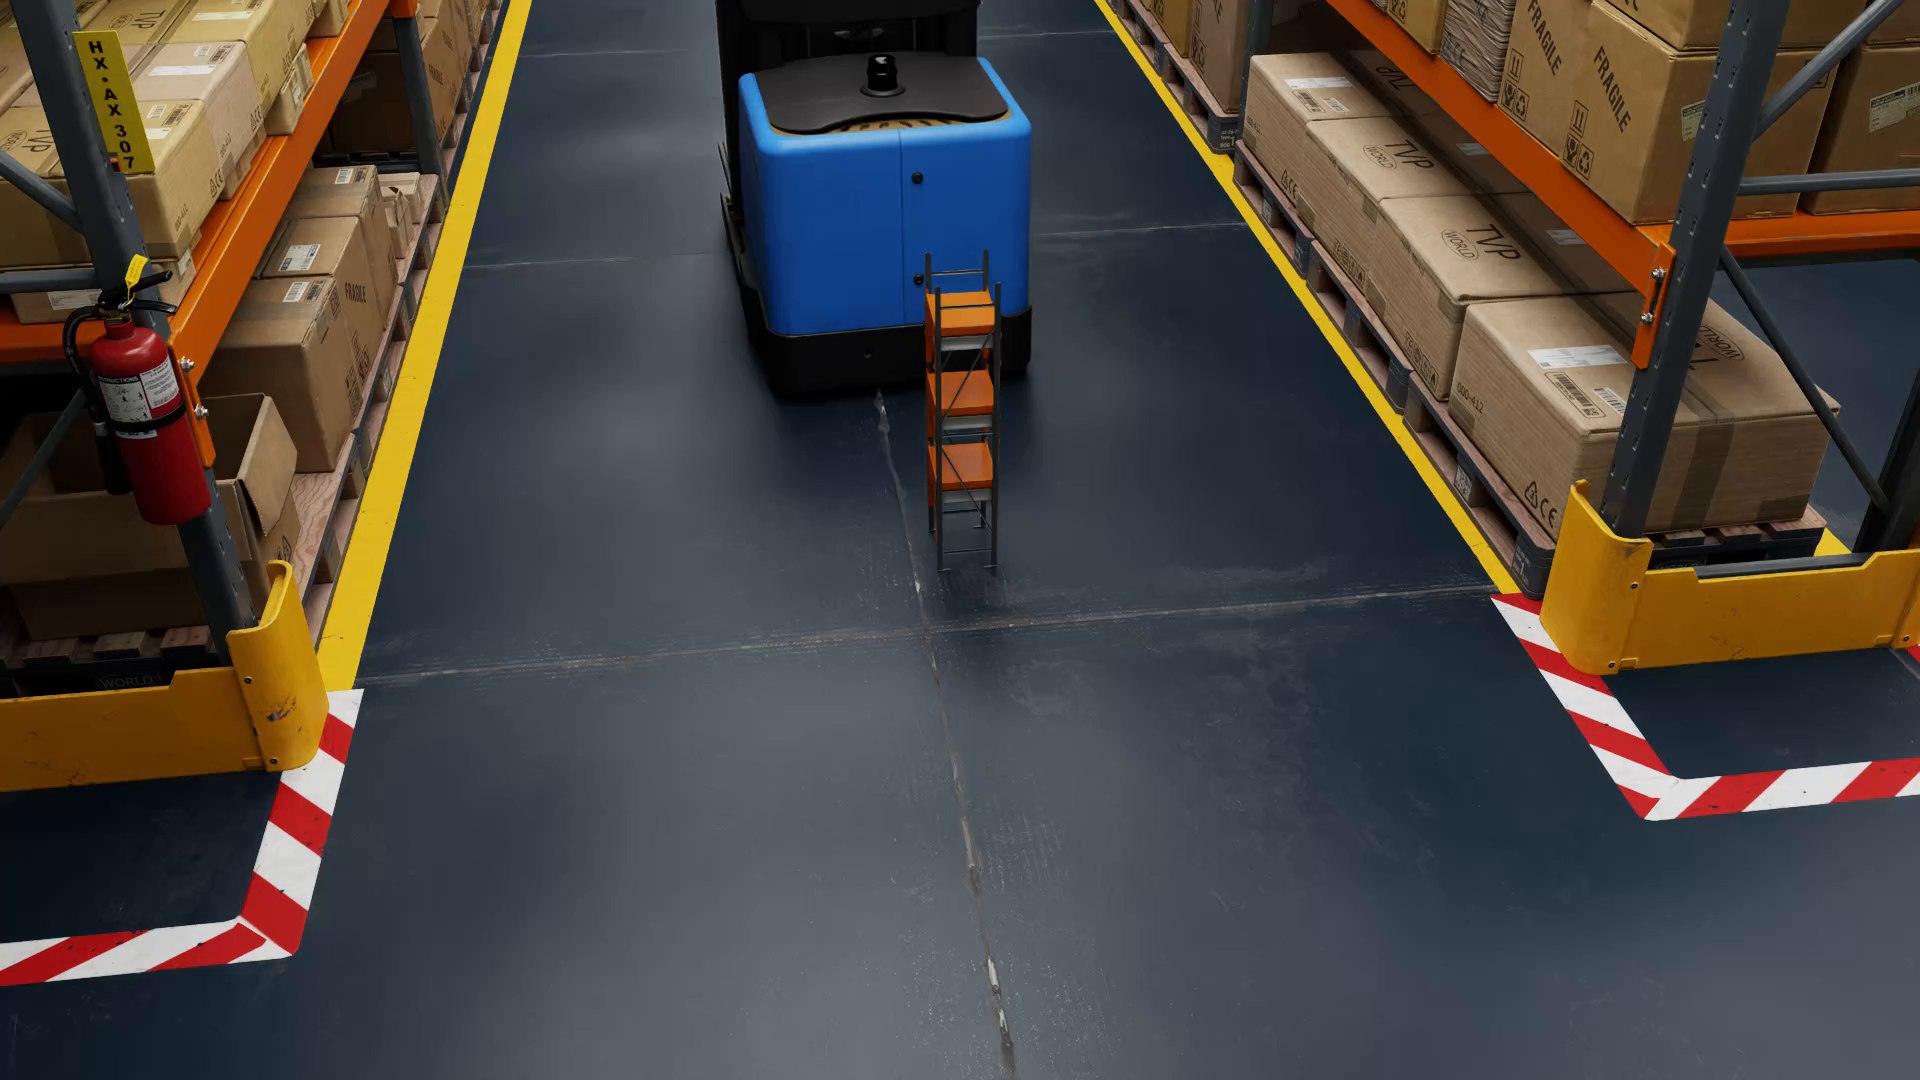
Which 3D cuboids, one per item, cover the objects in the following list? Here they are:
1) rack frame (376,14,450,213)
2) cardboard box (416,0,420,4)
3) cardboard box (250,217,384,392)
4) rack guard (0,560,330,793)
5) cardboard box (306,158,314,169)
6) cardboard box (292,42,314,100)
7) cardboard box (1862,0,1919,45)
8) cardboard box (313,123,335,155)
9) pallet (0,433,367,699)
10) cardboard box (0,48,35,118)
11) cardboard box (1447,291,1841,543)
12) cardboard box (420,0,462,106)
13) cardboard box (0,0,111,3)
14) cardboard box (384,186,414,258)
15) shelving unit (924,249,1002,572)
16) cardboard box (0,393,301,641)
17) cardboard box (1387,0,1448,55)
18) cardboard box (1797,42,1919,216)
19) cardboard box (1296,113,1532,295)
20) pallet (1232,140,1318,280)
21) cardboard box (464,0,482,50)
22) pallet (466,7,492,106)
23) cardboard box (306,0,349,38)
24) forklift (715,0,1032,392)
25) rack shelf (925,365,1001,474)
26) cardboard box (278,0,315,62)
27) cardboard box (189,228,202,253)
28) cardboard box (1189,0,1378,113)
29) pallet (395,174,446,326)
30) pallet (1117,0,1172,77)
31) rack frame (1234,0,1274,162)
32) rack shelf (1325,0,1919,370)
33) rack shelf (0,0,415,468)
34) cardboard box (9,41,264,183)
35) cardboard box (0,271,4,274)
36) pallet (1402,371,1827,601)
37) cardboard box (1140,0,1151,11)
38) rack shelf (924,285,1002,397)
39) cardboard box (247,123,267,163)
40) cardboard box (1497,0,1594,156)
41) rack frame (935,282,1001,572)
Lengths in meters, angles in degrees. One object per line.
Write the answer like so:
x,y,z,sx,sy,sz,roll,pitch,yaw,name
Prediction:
-2.995,-2.824,7.230,1.000,3.000,0.127,-4,35,-6,rack frame
-2.939,-2.744,8.383,0.380,0.149,0.250,-6,35,-9,cardboard box
-2.494,-0.863,6.200,0.500,0.500,0.500,-4,34,-5,cardboard box
-2.467,0.399,4.721,1.175,0.500,0.348,-4,35,-6,rack guard
-3.140,-1.500,7.302,0.500,0.311,0.500,-3,34,-5,cardboard box
-2.409,-1.560,5.599,0.380,0.149,0.250,-4,34,-5,cardboard box
2.679,-1.714,4.624,0.500,0.500,0.500,-5,35,-7,cardboard box
-3.354,-2.216,8.185,0.500,0.500,0.500,-5,35,-7,cardboard box
-2.575,0.074,5.455,1.003,0.211,1.213,-4,35,-6,pallet
-2.850,-1.177,4.683,0.500,0.250,0.500,-4,35,-6,cardboard box
2.273,-0.445,5.642,0.875,0.438,0.875,-5,35,-8,cardboard box
-2.918,-2.548,8.672,0.500,0.500,0.500,-5,35,-7,cardboard box
-2.982,-1.746,5.517,0.500,0.250,0.500,-4,35,-6,cardboard box
-2.581,-1.380,7.166,0.396,0.266,0.258,-3,34,-5,cardboard box
0.007,-0.404,5.411,0.215,1.050,0.252,-4,35,-6,shelving unit
-2.445,-0.082,5.051,0.797,0.503,0.637,-6,35,-8,cardboard box
1.920,-2.115,6.101,0.500,0.500,0.500,-3,34,-5,cardboard box
2.681,-1.301,4.906,0.500,0.500,0.500,-5,35,-7,cardboard box
2.022,-1.459,7.129,0.875,0.438,0.875,-5,35,-8,cardboard box
1.948,-1.619,7.939,1.003,0.211,1.213,-4,35,-6,pallet
-3.045,-3.116,9.506,0.500,0.500,0.500,-6,35,-8,cardboard box
-3.309,-2.805,9.678,1.003,0.211,1.213,-4,35,-6,pallet
-2.516,-1.985,6.223,0.380,0.149,0.250,-5,35,-7,cardboard box
-0.521,-2.612,6.980,1.130,2.935,3.031,-7,35,-10,forklift
0.007,-0.395,5.416,0.215,0.259,0.240,-4,35,-6,rack shelf
-2.480,-1.774,5.558,0.500,0.250,0.500,-5,35,-8,cardboard box
-2.309,-0.830,4.528,0.380,0.149,0.250,-4,34,-5,cardboard box
1.760,-2.837,8.764,0.875,0.875,0.875,-3,34,-5,cardboard box
-2.904,-1.288,7.453,1.003,0.211,1.213,-4,35,-6,pallet
1.577,-3.157,10.195,1.003,0.211,1.213,-4,35,-6,pallet
1.923,-3.202,7.785,1.000,3.000,0.127,-4,35,-6,rack frame
2.192,-1.788,6.350,1.077,0.370,4.000,-4,35,-6,rack shelf
-2.726,-1.410,5.795,1.077,0.370,4.000,-4,35,-6,rack shelf
-2.319,-1.208,4.727,0.500,0.250,0.500,-4,34,-6,cardboard box
-2.741,-0.799,4.482,0.380,0.149,0.250,-3,34,-5,cardboard box
2.276,-0.258,5.941,1.003,0.211,1.213,-4,35,-6,pallet
1.511,-3.840,10.234,0.875,0.875,0.875,-4,34,-6,cardboard box
0.007,-0.630,5.257,0.215,0.259,0.240,-4,35,-6,rack shelf
-2.394,-1.268,5.170,0.380,0.149,0.250,-4,34,-6,cardboard box
2.081,-1.541,5.259,0.500,0.500,0.500,-5,35,-7,cardboard box
0.024,-0.336,5.311,0.200,1.050,0.008,-4,35,-6,rack frame
